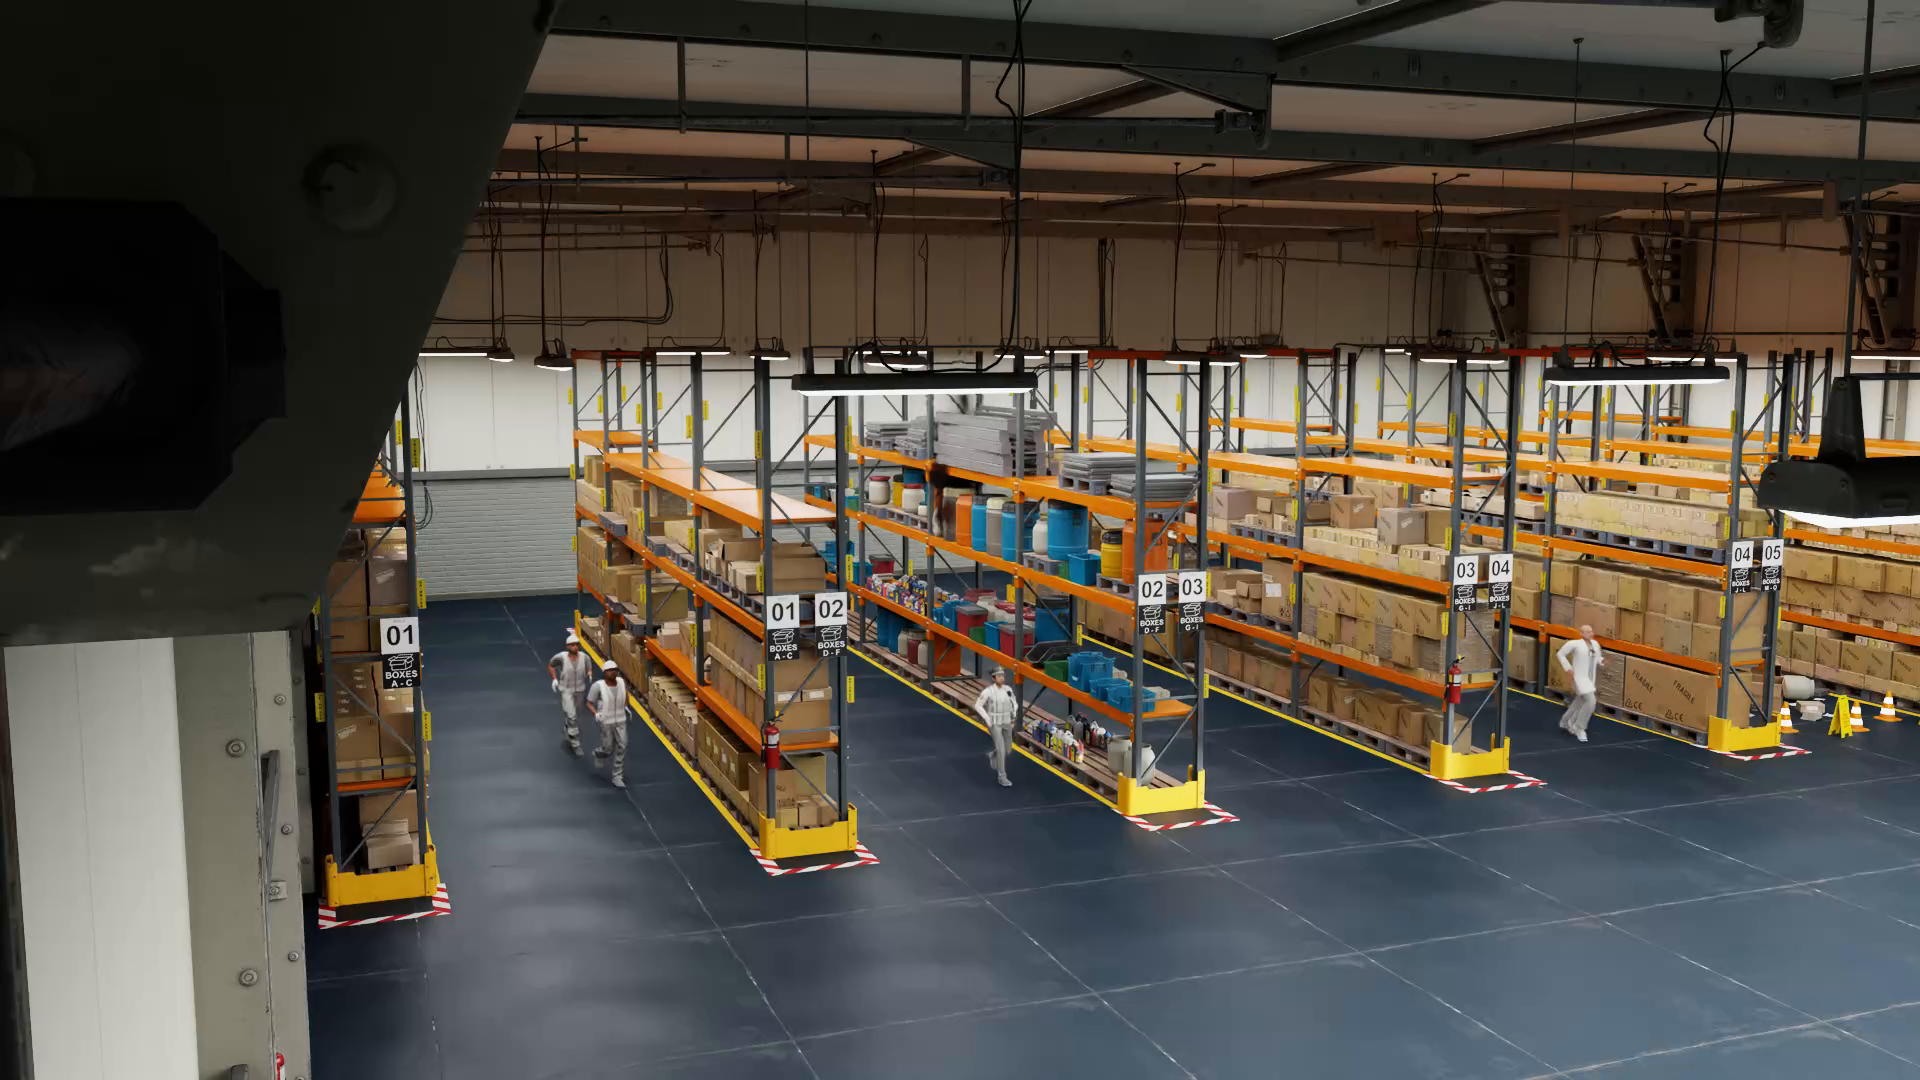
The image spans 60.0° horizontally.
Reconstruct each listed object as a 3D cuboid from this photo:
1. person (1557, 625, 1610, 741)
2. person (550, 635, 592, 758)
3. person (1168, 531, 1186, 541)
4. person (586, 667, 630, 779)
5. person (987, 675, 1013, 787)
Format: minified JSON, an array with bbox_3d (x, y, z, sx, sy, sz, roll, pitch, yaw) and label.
[{"bbox_3d":[9.786,2.236,26.071,0.666,1.842,0.818,-4,8,-30],"label":"person"},{"bbox_3d":[-5.883,2.311,25.235,0.583,1.805,0.967,-5,9,-35],"label":"person"},{"bbox_3d":[5.111,0.366,41.216,0.934,1.699,0.847,-2,7,-15],"label":"person"},{"bbox_3d":[-4.934,2.546,23.465,0.680,1.654,0.681,-5,9,-34],"label":"person"},{"bbox_3d":[0.545,2.623,23.488,0.359,1.599,0.748,-4,8,-26],"label":"person"}]
